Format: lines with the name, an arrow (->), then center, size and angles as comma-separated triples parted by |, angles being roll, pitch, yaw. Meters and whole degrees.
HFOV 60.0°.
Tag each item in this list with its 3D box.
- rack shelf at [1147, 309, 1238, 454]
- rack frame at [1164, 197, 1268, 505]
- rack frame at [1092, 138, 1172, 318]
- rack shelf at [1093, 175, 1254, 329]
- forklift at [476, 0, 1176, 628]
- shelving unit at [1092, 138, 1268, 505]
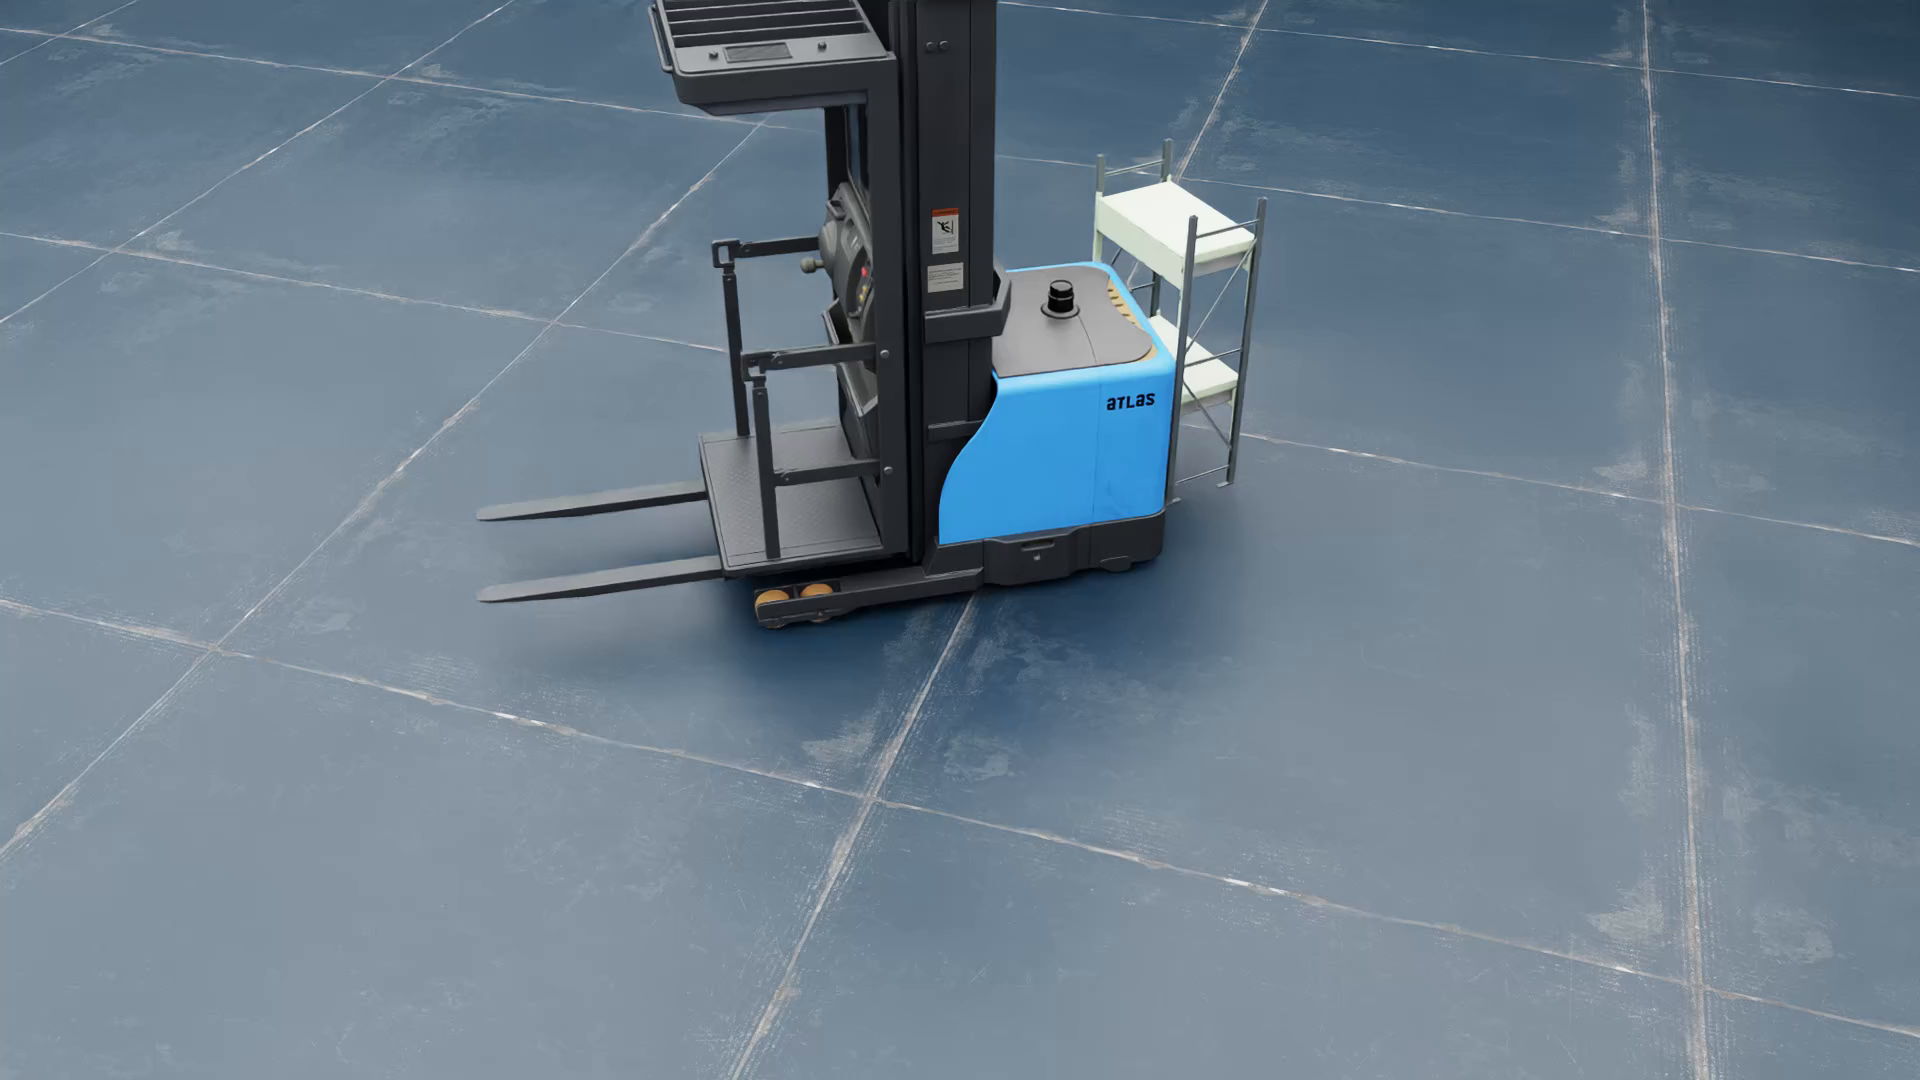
rack shelf -> 0.983, -0.758, 8.064 | 0.431, 0.370, 0.720 | -18, 40, -23
rack frame -> 1.158, -0.830, 7.612 | 0.400, 1.500, 0.023 | -18, 40, -23
rack frame -> 0.809, -1.211, 8.130 | 0.400, 1.500, 0.023 | -18, 40, -23
rack shelf -> 0.984, -1.335, 7.640 | 0.431, 0.370, 0.720 | -18, 40, -23
forklift -> -0.647, -1.142, 6.829 | 3.031, 2.935, 1.130 | -8, 37, -11
shelving unit -> 0.983, -1.020, 7.871 | 0.431, 1.500, 0.755 | -18, 40, -23
